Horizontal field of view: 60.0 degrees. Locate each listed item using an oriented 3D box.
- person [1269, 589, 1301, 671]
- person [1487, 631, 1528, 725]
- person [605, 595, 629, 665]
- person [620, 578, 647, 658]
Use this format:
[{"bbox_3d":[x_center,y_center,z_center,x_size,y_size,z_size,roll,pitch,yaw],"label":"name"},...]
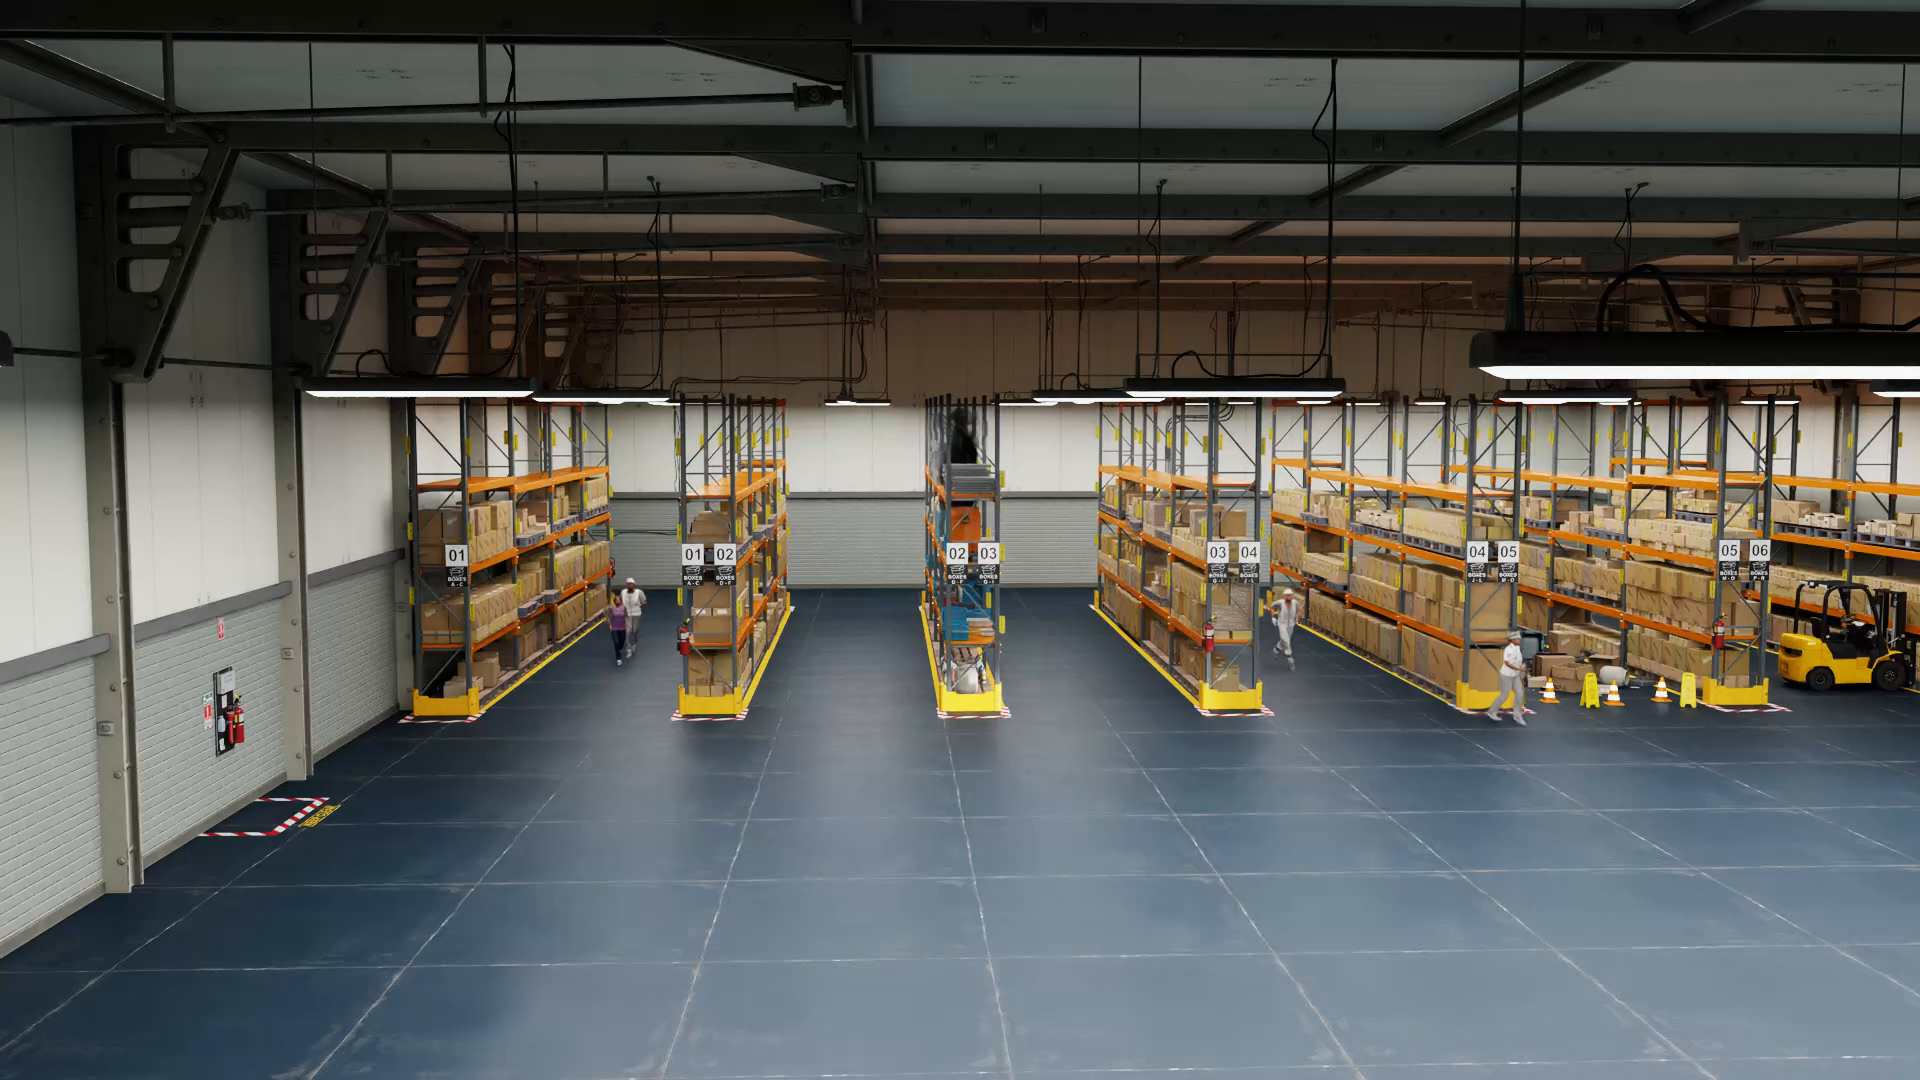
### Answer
[{"bbox_3d":[7.189,1.939,36.810,0.660,1.779,1.134,-1,5,-16],"label":"person"},{"bbox_3d":[9.986,2.495,30.212,0.778,1.729,0.568,4,6,40],"label":"person"},{"bbox_3d":[-7.708,2.002,37.422,0.525,1.560,0.682,-1,5,-18],"label":"person"},{"bbox_3d":[-7.583,1.786,38.556,0.656,1.826,0.882,-1,5,-9],"label":"person"}]
